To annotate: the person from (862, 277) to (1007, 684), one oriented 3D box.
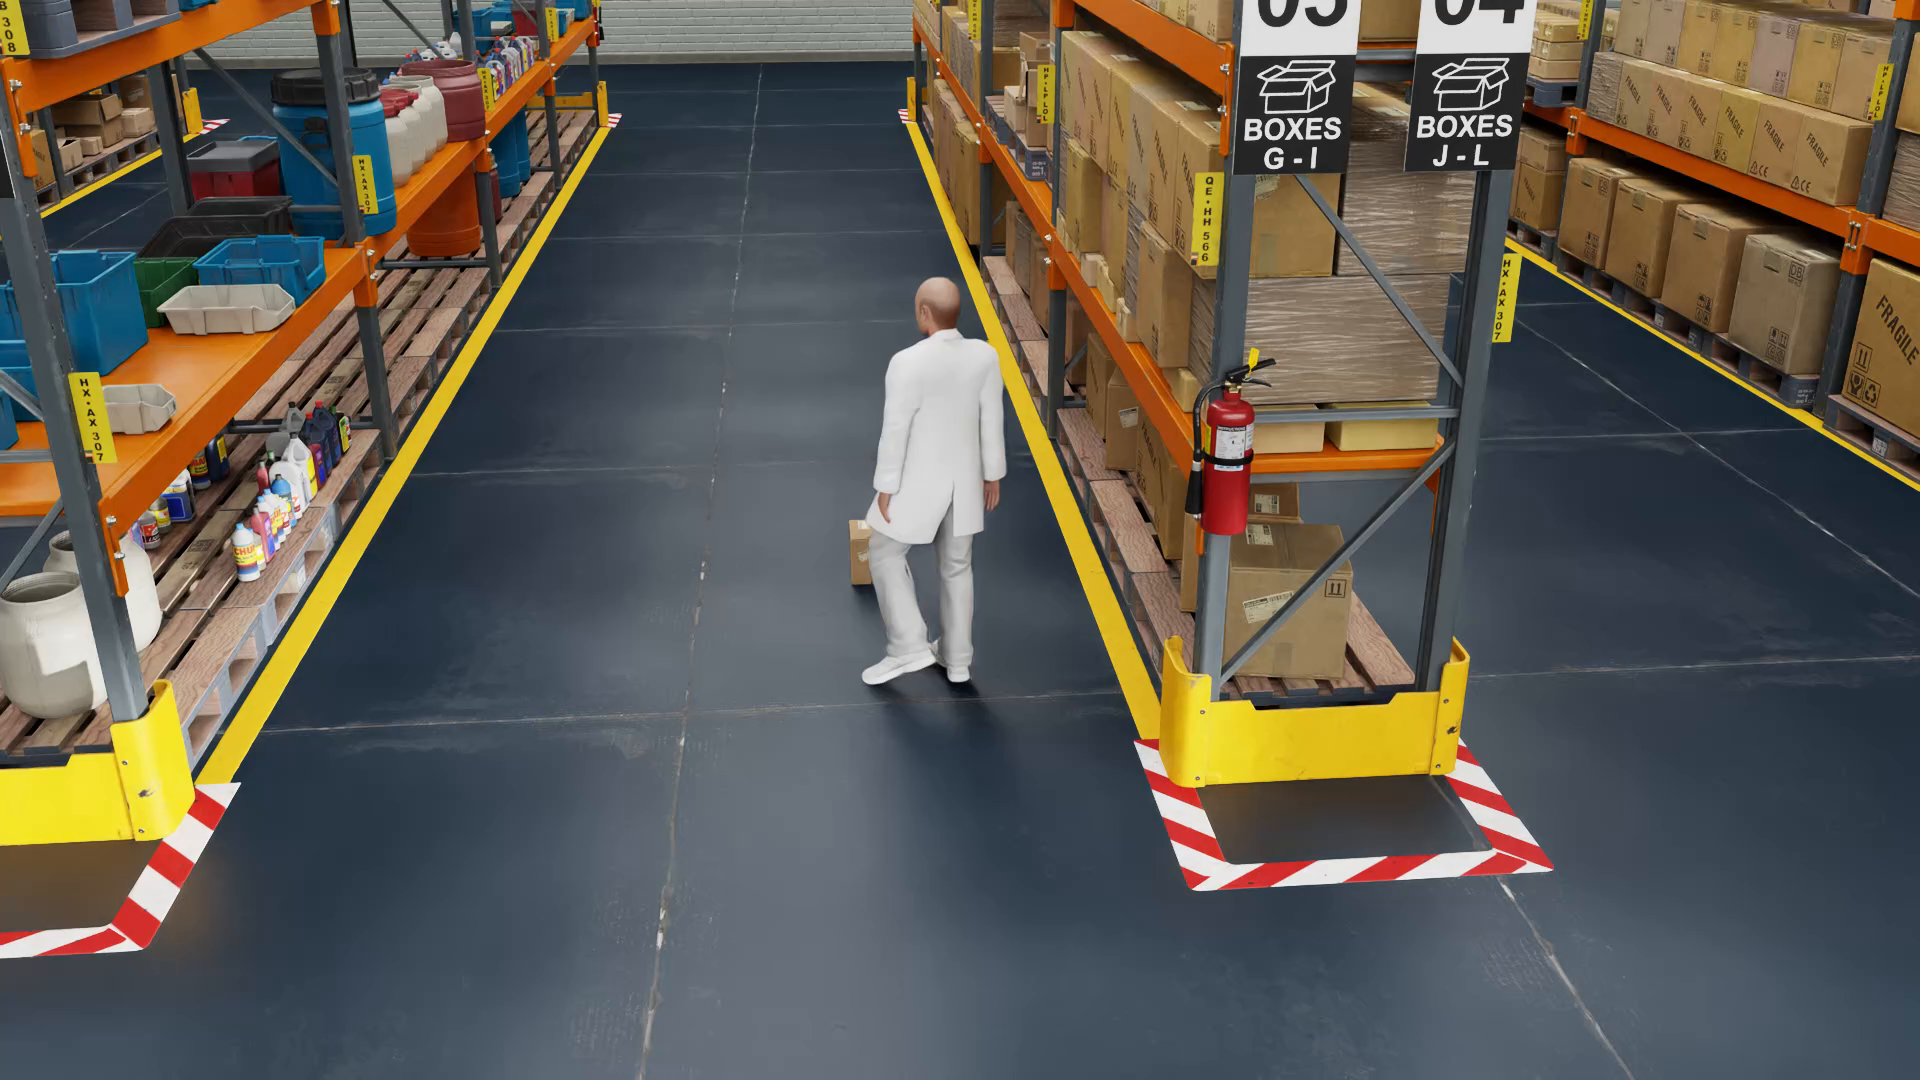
[{"bbox_3d":[-0.120,-0.244,7.146,0.680,1.781,0.467,-13,26,-27],"label":"person"}]
